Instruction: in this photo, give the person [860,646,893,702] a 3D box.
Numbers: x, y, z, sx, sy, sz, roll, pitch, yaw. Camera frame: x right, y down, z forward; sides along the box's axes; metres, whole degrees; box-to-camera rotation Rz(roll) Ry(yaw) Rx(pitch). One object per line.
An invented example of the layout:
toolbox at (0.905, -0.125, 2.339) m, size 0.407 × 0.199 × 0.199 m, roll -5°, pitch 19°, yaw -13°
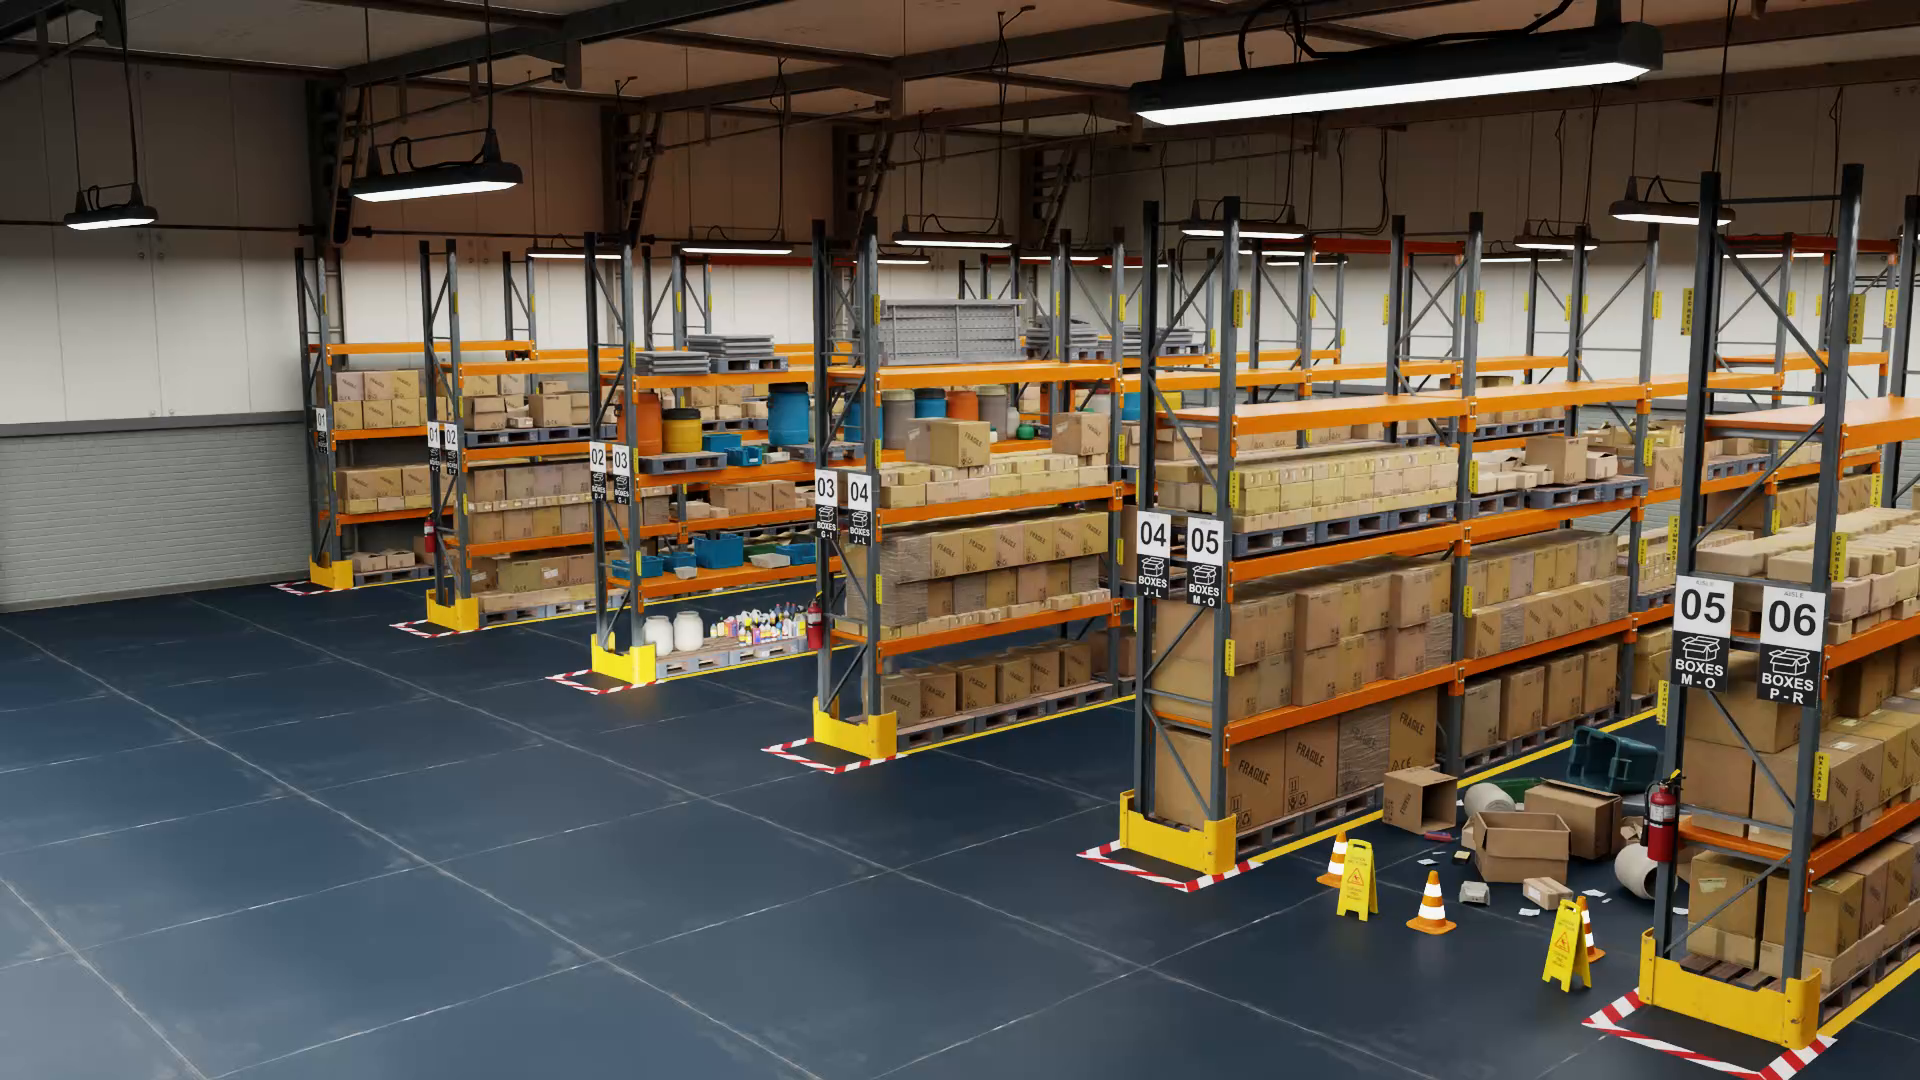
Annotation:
person at (-1.082, 1.265, 21.226) m, size 0.489 × 1.740 × 0.594 m, roll 2°, pitch 9°, yaw 12°
